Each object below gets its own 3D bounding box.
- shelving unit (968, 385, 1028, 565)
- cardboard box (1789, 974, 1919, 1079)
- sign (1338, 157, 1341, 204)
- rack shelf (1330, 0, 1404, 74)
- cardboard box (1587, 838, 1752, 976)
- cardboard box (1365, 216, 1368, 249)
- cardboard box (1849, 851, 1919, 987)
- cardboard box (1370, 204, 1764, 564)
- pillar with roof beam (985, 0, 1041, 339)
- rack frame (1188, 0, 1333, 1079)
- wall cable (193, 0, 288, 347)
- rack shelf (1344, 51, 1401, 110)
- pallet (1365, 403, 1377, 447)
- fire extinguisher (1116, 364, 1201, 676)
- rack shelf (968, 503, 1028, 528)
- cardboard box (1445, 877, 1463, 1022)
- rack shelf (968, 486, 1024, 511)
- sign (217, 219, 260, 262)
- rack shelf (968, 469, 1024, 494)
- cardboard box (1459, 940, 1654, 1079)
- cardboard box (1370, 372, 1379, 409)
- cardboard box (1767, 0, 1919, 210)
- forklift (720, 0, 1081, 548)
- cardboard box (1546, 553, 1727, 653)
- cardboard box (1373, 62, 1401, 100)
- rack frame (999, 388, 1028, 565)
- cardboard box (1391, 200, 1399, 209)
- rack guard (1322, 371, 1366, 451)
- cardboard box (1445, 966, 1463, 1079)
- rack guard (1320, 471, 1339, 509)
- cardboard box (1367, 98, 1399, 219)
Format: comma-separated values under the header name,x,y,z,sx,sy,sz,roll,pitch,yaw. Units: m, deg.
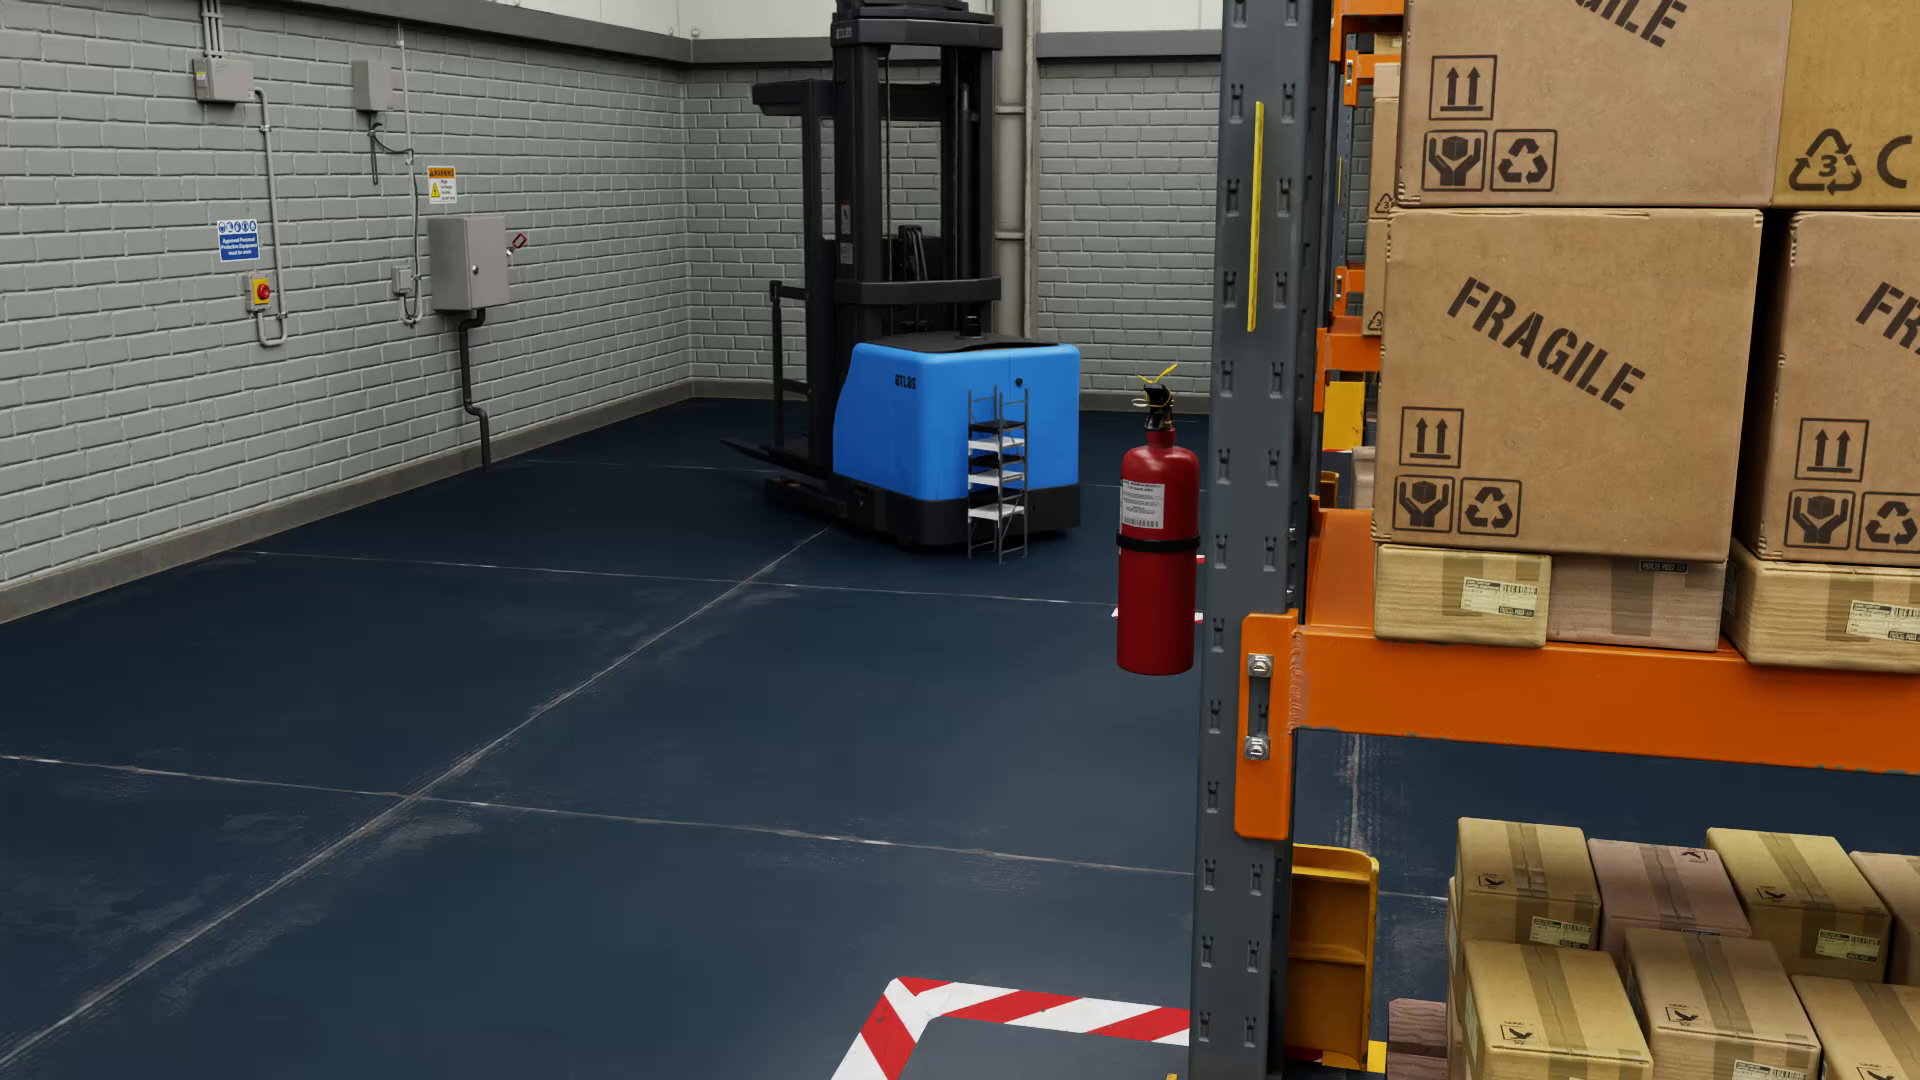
name,x,y,z,sx,sy,sz,roll,pitch,yaw
shelving unit,0.199,-0.342,8.697,0.210,0.900,0.258,10,16,38
cardboard box,1.501,0.861,2.665,0.250,0.149,0.380,3,13,13
sign,2.707,-2.561,11.854,0.005,0.325,0.100,3,13,14
rack shelf,3.593,-2.218,7.042,4.000,0.370,1.077,3,13,14
cardboard box,1.368,0.733,3.243,0.250,0.149,0.380,3,13,15
cardboard box,3.212,-2.245,12.085,0.500,0.250,0.500,3,13,14
cardboard box,1.886,0.747,3.183,0.250,0.149,0.380,3,13,11
cardboard box,0.933,-0.275,2.631,0.500,0.500,0.500,4,13,16
pillar with roof beam,-0.597,-4.606,9.217,0.400,9.000,9.100,3,13,14
rack frame,0.563,-0.163,3.041,0.127,3.000,1.000,3,13,14
wall cable,-3.829,-2.008,8.940,0.123,1.953,0.585,3,13,14
rack shelf,4.778,-3.262,11.748,4.000,0.370,1.077,3,13,14
pallet,3.685,-0.846,12.561,1.213,0.211,1.003,3,13,14
fire extinguisher,0.429,-0.053,3.586,0.183,0.674,0.296,3,13,14
rack shelf,0.199,-0.134,8.743,0.200,0.077,0.258,10,16,38
cardboard box,1.144,0.846,3.419,0.250,0.149,0.380,3,13,12
rack shelf,0.199,-0.221,8.723,0.200,0.077,0.258,10,16,38
sign,-3.900,-1.621,8.993,0.001,0.218,0.327,3,13,14
rack shelf,0.199,-0.309,8.704,0.200,0.077,0.258,10,16,38
cardboard box,0.990,0.832,2.796,0.250,0.149,0.380,2,13,11
cardboard box,3.408,-1.187,12.454,0.637,0.503,0.797,3,13,11
cardboard box,1.427,-0.741,2.421,0.500,0.500,0.500,3,13,15
forklift,-0.540,-1.659,9.944,1.130,2.935,3.031,-8,15,-31
cardboard box,1.056,0.050,2.662,0.250,0.149,0.380,4,13,16
cardboard box,1.929,-1.986,7.222,0.250,0.149,0.380,3,13,15
rack frame,0.278,-0.328,8.635,0.006,0.900,0.240,10,16,38
cardboard box,1.061,-0.387,3.137,0.500,0.500,0.500,3,13,15
rack guard,2.910,-1.029,12.715,0.348,0.500,1.175,3,13,14
cardboard box,1.124,1.008,3.379,0.250,0.149,0.380,3,13,14
rack guard,1.628,0.010,8.033,0.348,0.500,1.175,3,13,14
cardboard box,2.049,-1.661,7.255,0.500,0.500,0.500,3,13,12
